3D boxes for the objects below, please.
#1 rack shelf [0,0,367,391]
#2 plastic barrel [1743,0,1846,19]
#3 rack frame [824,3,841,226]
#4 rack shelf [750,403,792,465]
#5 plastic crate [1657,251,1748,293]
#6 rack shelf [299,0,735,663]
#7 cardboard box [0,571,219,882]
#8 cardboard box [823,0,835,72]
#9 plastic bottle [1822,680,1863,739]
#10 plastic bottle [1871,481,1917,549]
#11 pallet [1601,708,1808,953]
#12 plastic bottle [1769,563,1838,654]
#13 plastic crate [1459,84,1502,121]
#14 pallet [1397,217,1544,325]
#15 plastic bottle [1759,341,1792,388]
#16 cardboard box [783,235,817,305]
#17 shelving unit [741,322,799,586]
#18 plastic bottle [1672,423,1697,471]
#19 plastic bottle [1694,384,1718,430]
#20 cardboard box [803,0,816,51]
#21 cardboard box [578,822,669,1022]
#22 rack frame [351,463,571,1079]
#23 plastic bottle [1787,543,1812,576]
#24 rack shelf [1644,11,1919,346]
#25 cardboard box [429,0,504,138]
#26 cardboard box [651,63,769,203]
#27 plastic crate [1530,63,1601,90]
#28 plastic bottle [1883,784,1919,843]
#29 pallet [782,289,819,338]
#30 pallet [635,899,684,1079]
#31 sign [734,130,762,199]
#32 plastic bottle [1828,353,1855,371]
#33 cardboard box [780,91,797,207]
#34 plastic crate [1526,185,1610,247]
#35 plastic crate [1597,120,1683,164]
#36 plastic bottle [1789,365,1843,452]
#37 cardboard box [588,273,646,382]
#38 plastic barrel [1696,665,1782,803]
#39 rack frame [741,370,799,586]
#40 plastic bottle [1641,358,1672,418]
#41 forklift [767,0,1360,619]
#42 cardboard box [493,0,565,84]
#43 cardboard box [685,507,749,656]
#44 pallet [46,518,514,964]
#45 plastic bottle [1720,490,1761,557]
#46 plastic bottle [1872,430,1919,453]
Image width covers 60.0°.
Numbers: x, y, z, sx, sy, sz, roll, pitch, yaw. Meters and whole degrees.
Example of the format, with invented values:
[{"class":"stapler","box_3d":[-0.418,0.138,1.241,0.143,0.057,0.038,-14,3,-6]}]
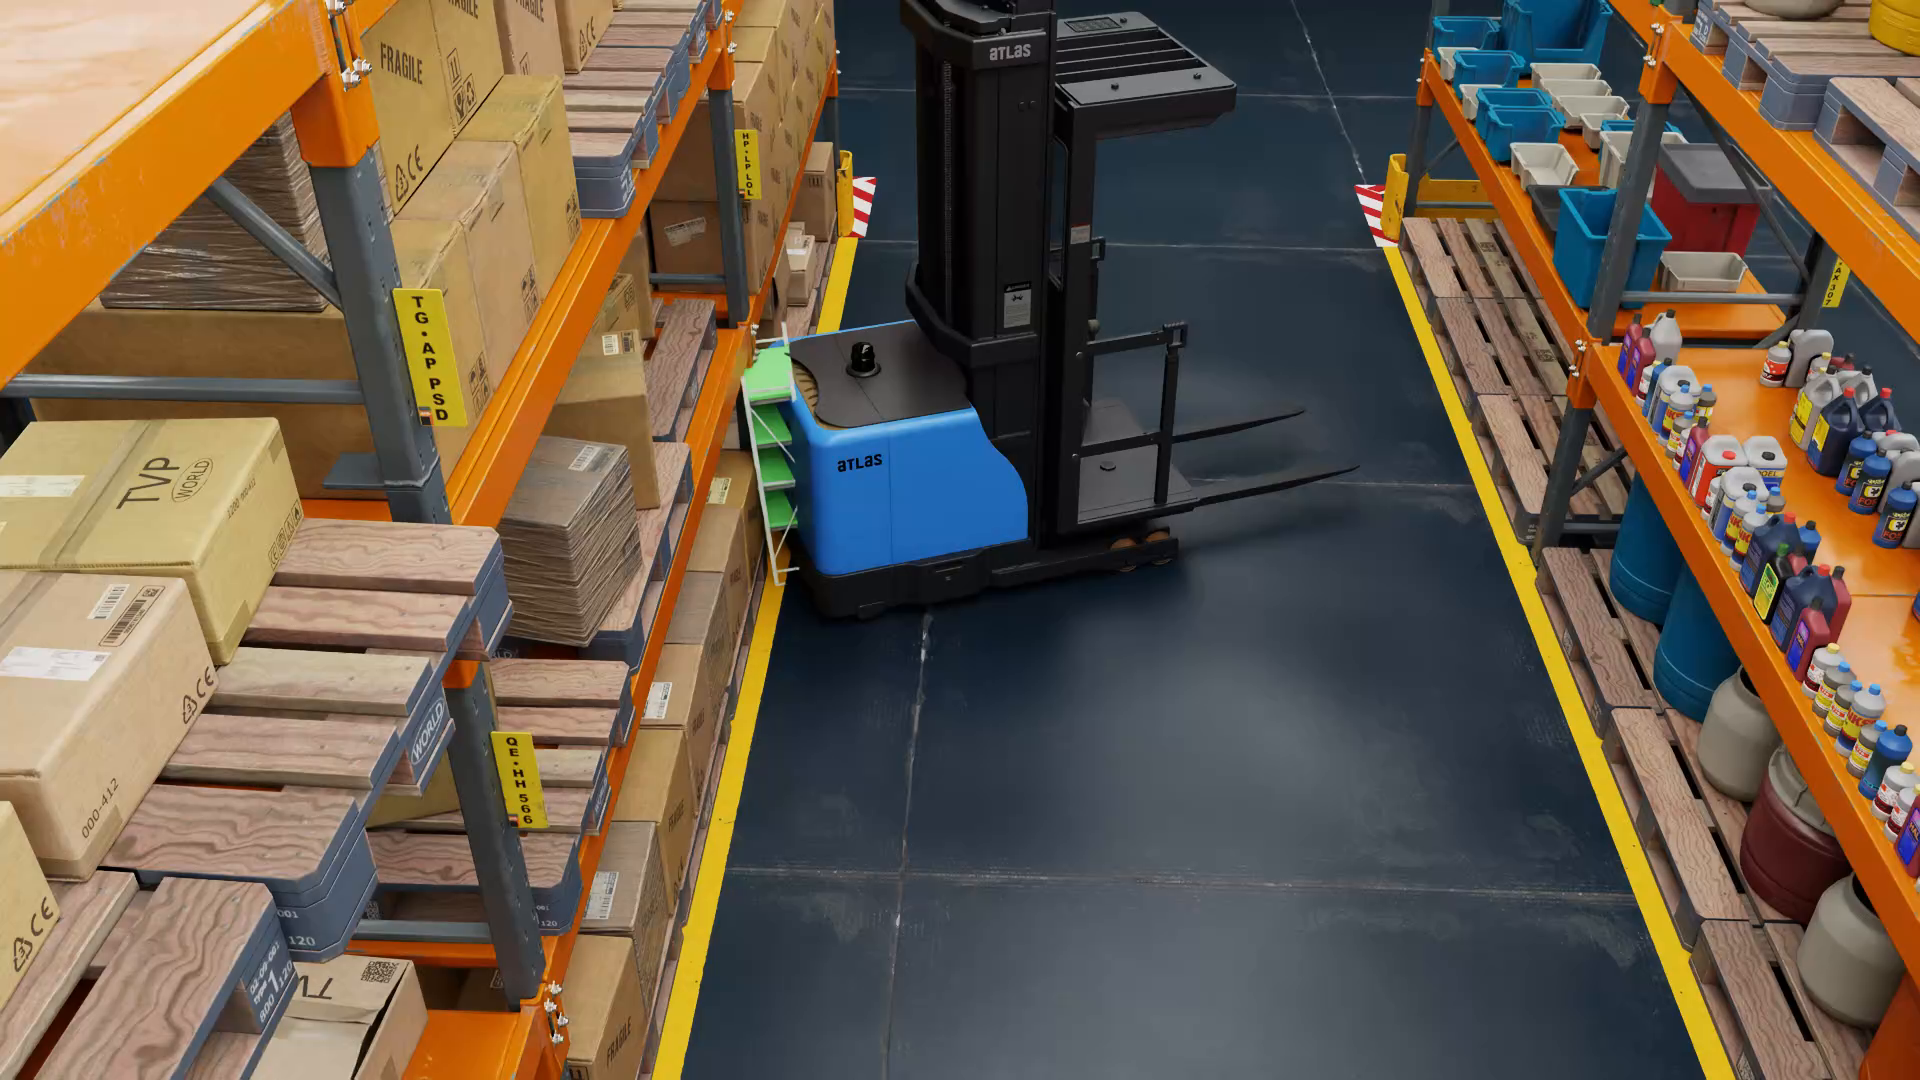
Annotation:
[{"class":"rack shelf","box_3d":[-1.748,0.226,1.522,1.077,0.370,4.000,1,35,2]},{"class":"plastic barrel","box_3d":[3.170,-2.266,6.220,0.433,0.535,0.433,0,35,0]},{"class":"rack frame","box_3d":[-1.347,-3.523,11.100,1.000,3.000,0.127,1,35,2]},{"class":"rack shelf","box_3d":[-0.902,-0.559,8.124,0.258,0.148,0.480,-8,35,-5]},{"class":"plastic crate","box_3d":[3.603,-1.289,8.098,0.396,0.136,0.243,1,35,2]},{"class":"rack shelf","box_3d":[-1.588,-1.009,5.539,1.077,0.370,4.000,1,35,2]},{"class":"cardboard box","box_3d":[-1.633,0.299,2.818,0.500,0.250,0.500,2,35,3]},{"class":"cardboard box","box_3d":[-1.093,-3.300,10.696,0.500,0.500,0.500,2,35,3]},{"class":"plastic bottle","box_3d":[2.923,0.551,5.476,0.097,0.201,0.097,0,35,0]},{"class":"plastic bottle","box_3d":[3.574,-0.104,6.346,0.097,0.271,0.097,0,35,0]},{"class":"pallet","box_3d":[3.323,1.178,6.836,1.003,0.211,1.213,1,35,2]},{"class":"plastic bottle","box_3d":[2.965,0.221,5.816,0.144,0.351,0.185,1,35,2]},{"class":"plastic crate","box_3d":[3.141,-2.617,9.987,0.250,0.136,0.298,1,35,2]},{"class":"pallet","box_3d":[3.531,-1.793,11.063,1.003,0.211,1.213,1,35,2]},{"class":"plastic bottle","box_3d":[3.624,-0.785,7.377,0.097,0.201,0.097,0,35,0]},{"class":"cardboard box","box_3d":[-1.190,-1.715,10.536,0.500,0.250,0.500,1,35,2]},{"class":"shelving unit","box_3d":[-0.890,-0.415,8.226,0.258,1.200,0.503,-8,35,-5]},{"class":"plastic bottle","box_3d":[2.988,-0.382,6.803,0.097,0.201,0.097,0,35,0]},{"class":"plastic bottle","box_3d":[3.153,-0.567,7.067,0.097,0.201,0.097,0,35,0]},{"class":"cardboard box","box_3d":[-1.125,-3.123,9.574,0.500,0.500,0.500,2,35,3]},{"class":"cardboard box","box_3d":[-1.349,1.360,5.943,0.500,0.500,0.500,0,35,0]},{"class":"rack frame","box_3d":[-1.668,1.073,4.560,1.000,3.000,0.127,1,35,2]},{"class":"plastic bottle","box_3d":[2.991,0.157,5.965,0.061,0.283,0.133,1,35,2]},{"class":"rack shelf","box_3d":[3.362,-0.892,5.373,1.077,0.370,4.000,1,35,2]},{"class":"cardboard box","box_3d":[-1.603,-1.440,4.571,0.500,0.500,0.500,1,35,2]},{"class":"cardboard box","box_3d":[-1.207,-1.939,7.890,0.500,0.500,0.500,2,35,3]},{"class":"plastic crate","box_3d":[3.751,-2.850,10.320,0.396,0.136,0.243,1,35,2]},{"class":"plastic bottle","box_3d":[2.903,0.830,5.078,0.097,0.201,0.097,0,35,0]},{"class":"pallet","box_3d":[-1.432,-1.181,10.193,1.003,0.211,1.213,1,35,2]},{"class":"pallet","box_3d":[-1.600,1.786,5.971,1.003,0.211,1.213,1,35,2]},{"class":"sign","box_3d":[-0.952,-1.688,7.482,0.100,0.325,0.005,1,35,2]},{"class":"plastic bottle","box_3d":[3.785,-0.693,7.174,0.061,0.283,0.133,1,35,2]},{"class":"cardboard box","box_3d":[-1.175,-2.134,9.036,0.500,0.500,0.500,1,35,2]},{"class":"plastic crate","box_3d":[3.219,-1.670,8.650,0.437,0.125,0.590,1,35,2]},{"class":"plastic crate","box_3d":[3.776,-2.177,9.278,0.416,0.233,0.300,1,35,2]},{"class":"plastic bottle","box_3d":[3.588,-0.556,6.921,0.144,0.351,0.185,1,35,2]},{"class":"cardboard box","box_3d":[-1.714,-0.774,6.736,0.700,0.500,0.500,7,36,9]},{"class":"plastic barrel","box_3d":[3.263,0.779,6.777,0.421,0.512,0.421,0,35,0]},{"class":"rack frame","box_3d":[-0.853,-0.278,8.027,0.240,1.200,0.015,-8,35,-5]},{"class":"plastic bottle","box_3d":[3.005,-0.656,7.132,0.097,0.271,0.097,0,35,0]},{"class":"forklift","box_3d":[0.595,-1.315,8.018,3.031,2.935,1.130,-11,37,-15]},{"class":"cardboard box","box_3d":[-1.652,-1.652,5.289,0.600,0.600,0.600,0,35,0]},{"class":"cardboard box","box_3d":[-1.269,0.192,7.605,0.500,0.500,0.500,1,35,2]},{"class":"pallet","box_3d":[-1.606,0.315,3.194,1.213,0.211,1.003,3,35,4]},{"class":"plastic bottle","box_3d":[2.964,-0.067,6.295,0.097,0.271,0.097,0,35,0]},{"class":"plastic bottle","box_3d":[3.714,-0.324,6.656,0.152,0.276,0.135,1,35,2]}]
